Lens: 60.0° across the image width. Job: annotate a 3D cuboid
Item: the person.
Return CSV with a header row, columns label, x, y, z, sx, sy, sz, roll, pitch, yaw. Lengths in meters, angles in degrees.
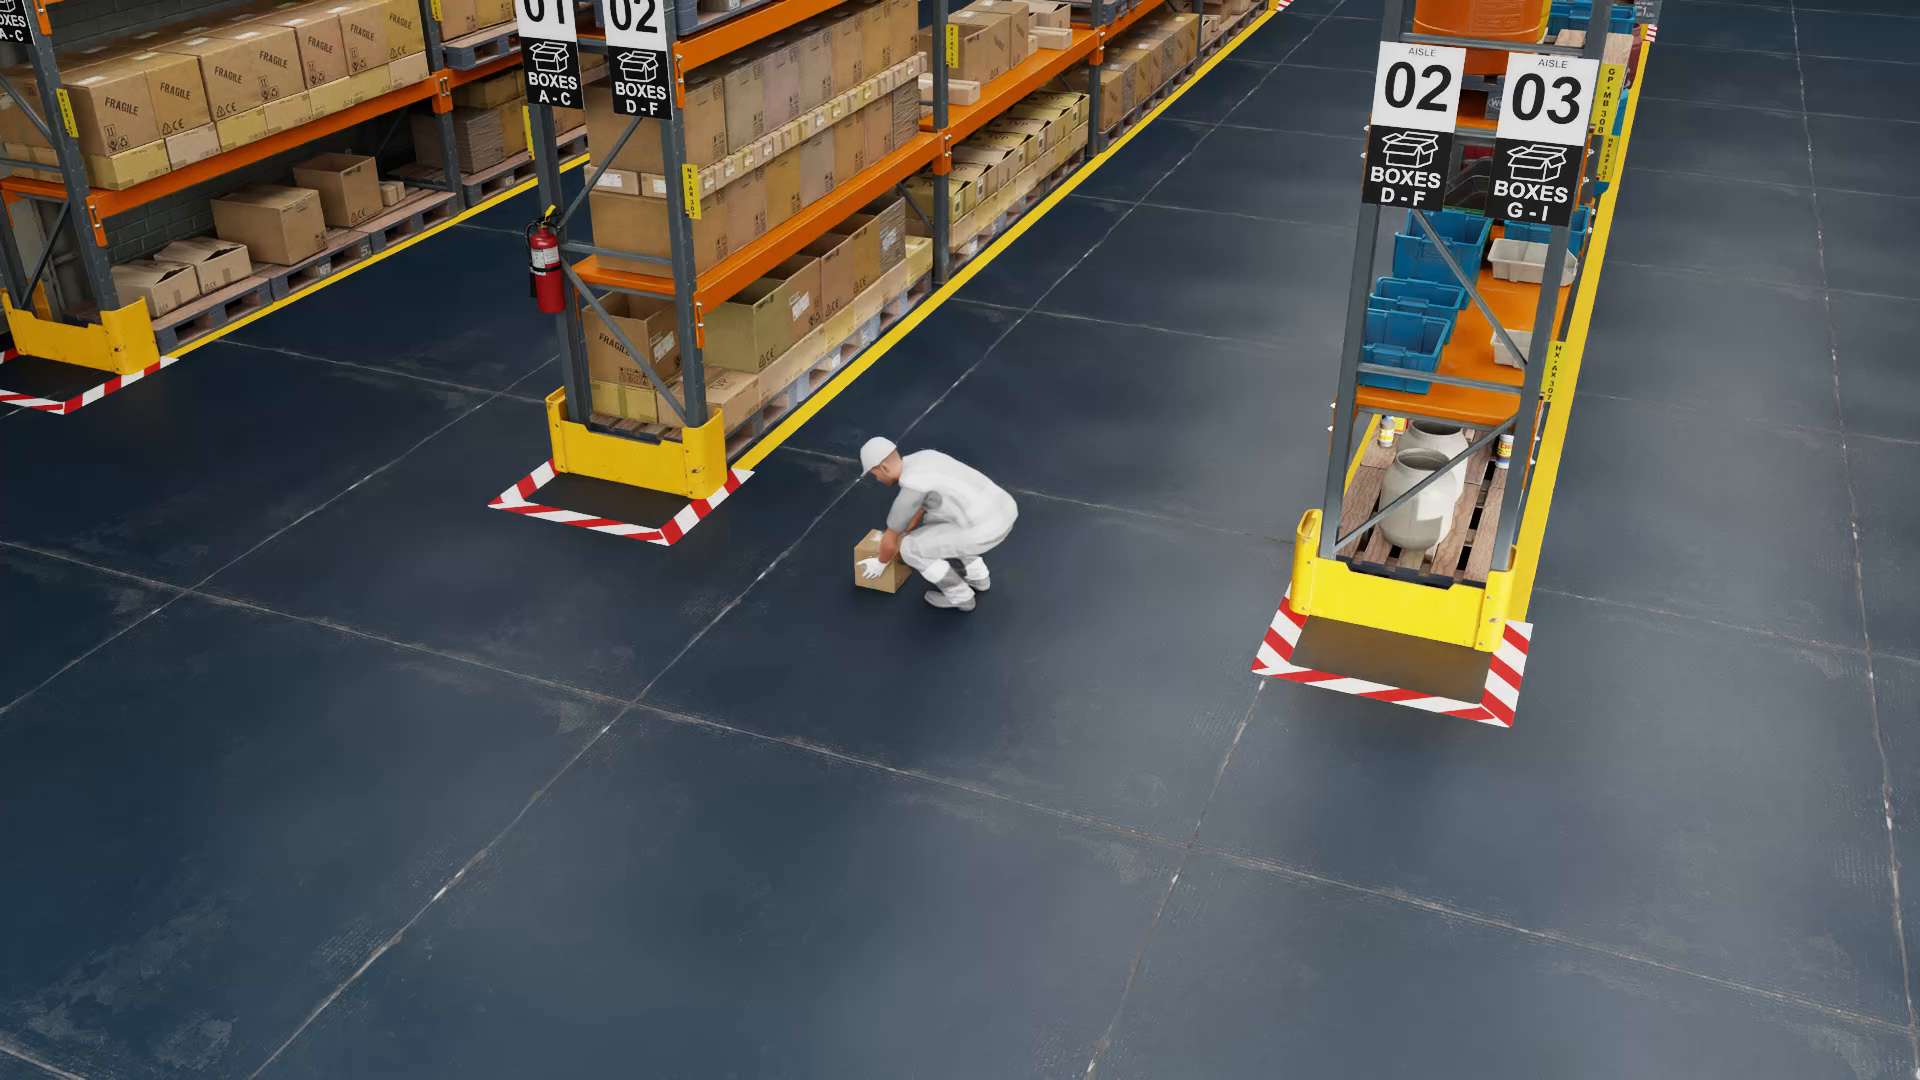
label,x,y,z,sx,sy,sz,roll,pitch,yaw
person,-0.129,-0.108,9.424,0.883,0.954,0.573,11,31,19
